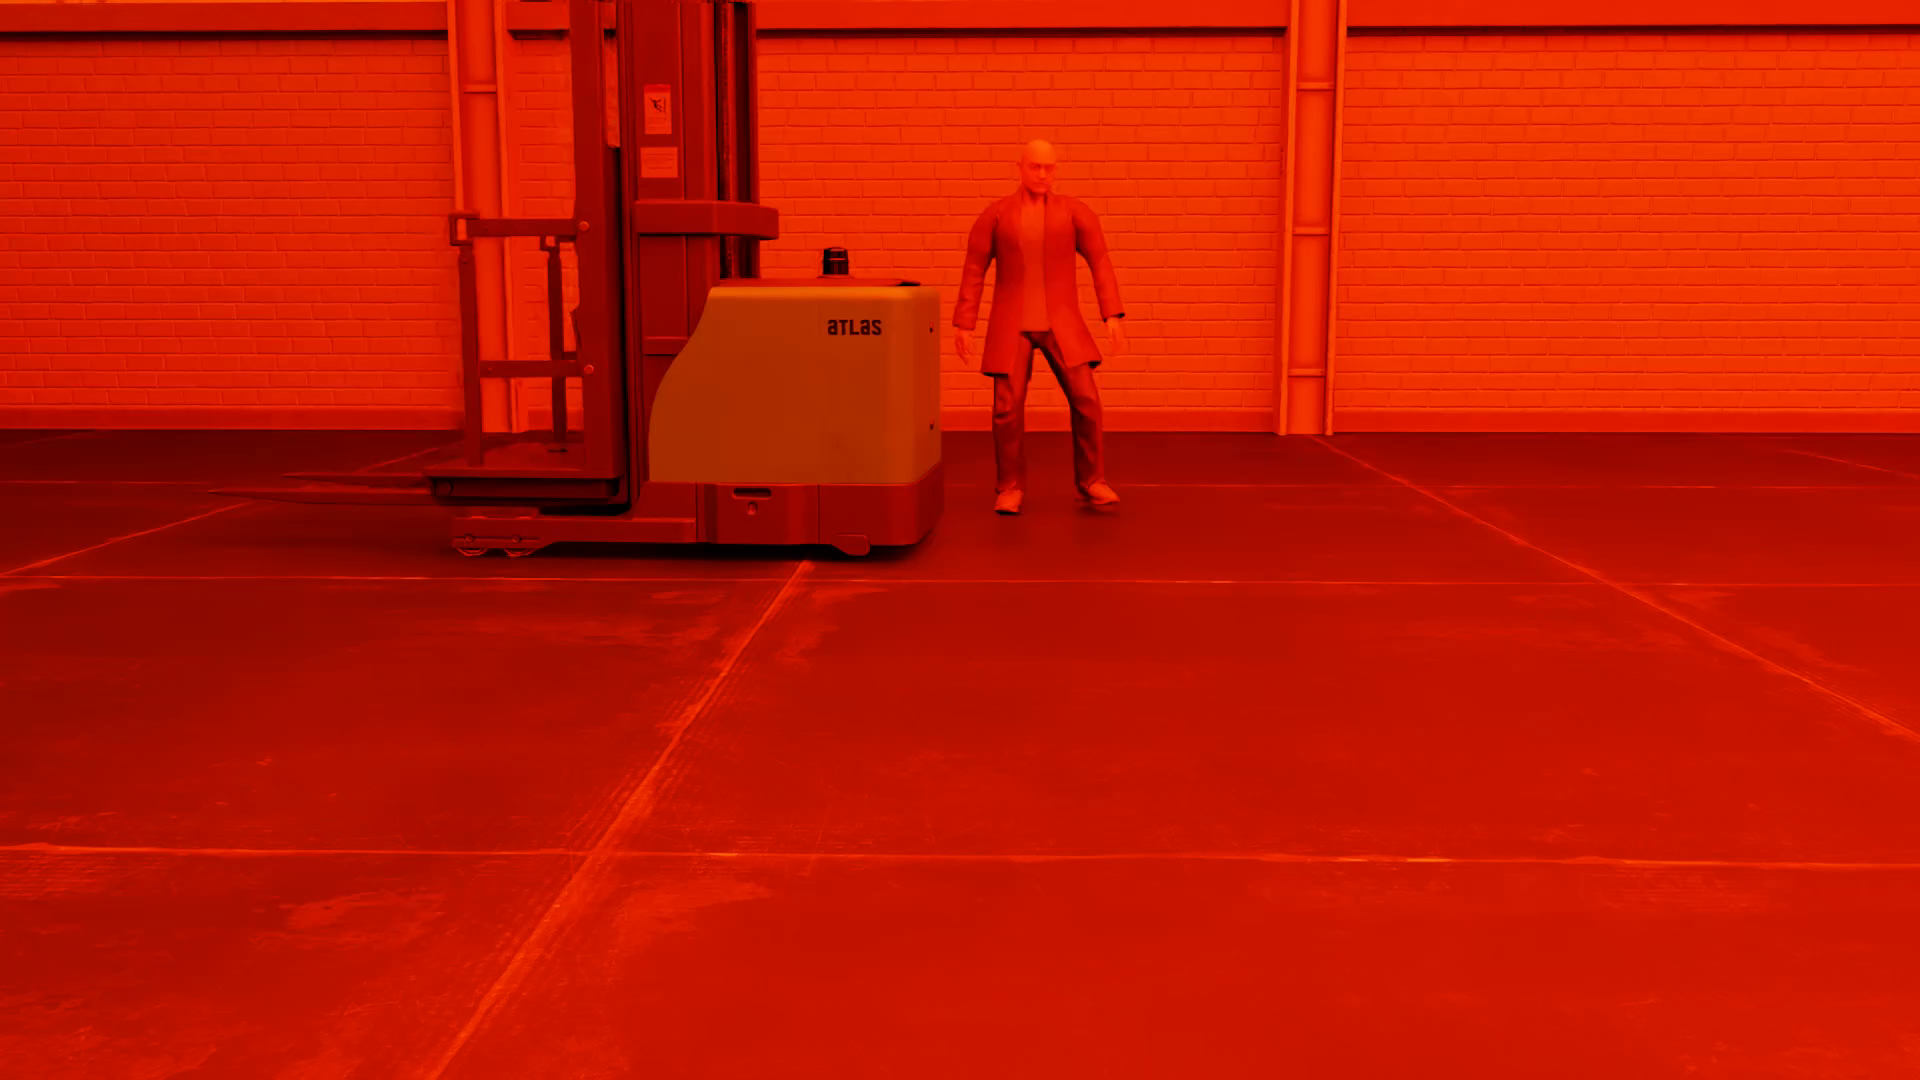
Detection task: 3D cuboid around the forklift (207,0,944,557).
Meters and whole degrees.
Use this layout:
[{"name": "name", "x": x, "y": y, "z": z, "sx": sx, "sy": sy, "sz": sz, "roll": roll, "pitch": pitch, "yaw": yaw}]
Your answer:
[{"name": "forklift", "x": -1.624, "y": -1.457, "z": 6.959, "sx": 3.031, "sy": 2.935, "sz": 1.130, "roll": 1, "pitch": 9, "yaw": 6}]

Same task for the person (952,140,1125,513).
[{"name": "person", "x": 0.370, "y": -1.003, "z": 7.905, "sx": 0.825, "sy": 1.751, "sz": 0.419, "roll": 1, "pitch": 9, "yaw": 4}]
